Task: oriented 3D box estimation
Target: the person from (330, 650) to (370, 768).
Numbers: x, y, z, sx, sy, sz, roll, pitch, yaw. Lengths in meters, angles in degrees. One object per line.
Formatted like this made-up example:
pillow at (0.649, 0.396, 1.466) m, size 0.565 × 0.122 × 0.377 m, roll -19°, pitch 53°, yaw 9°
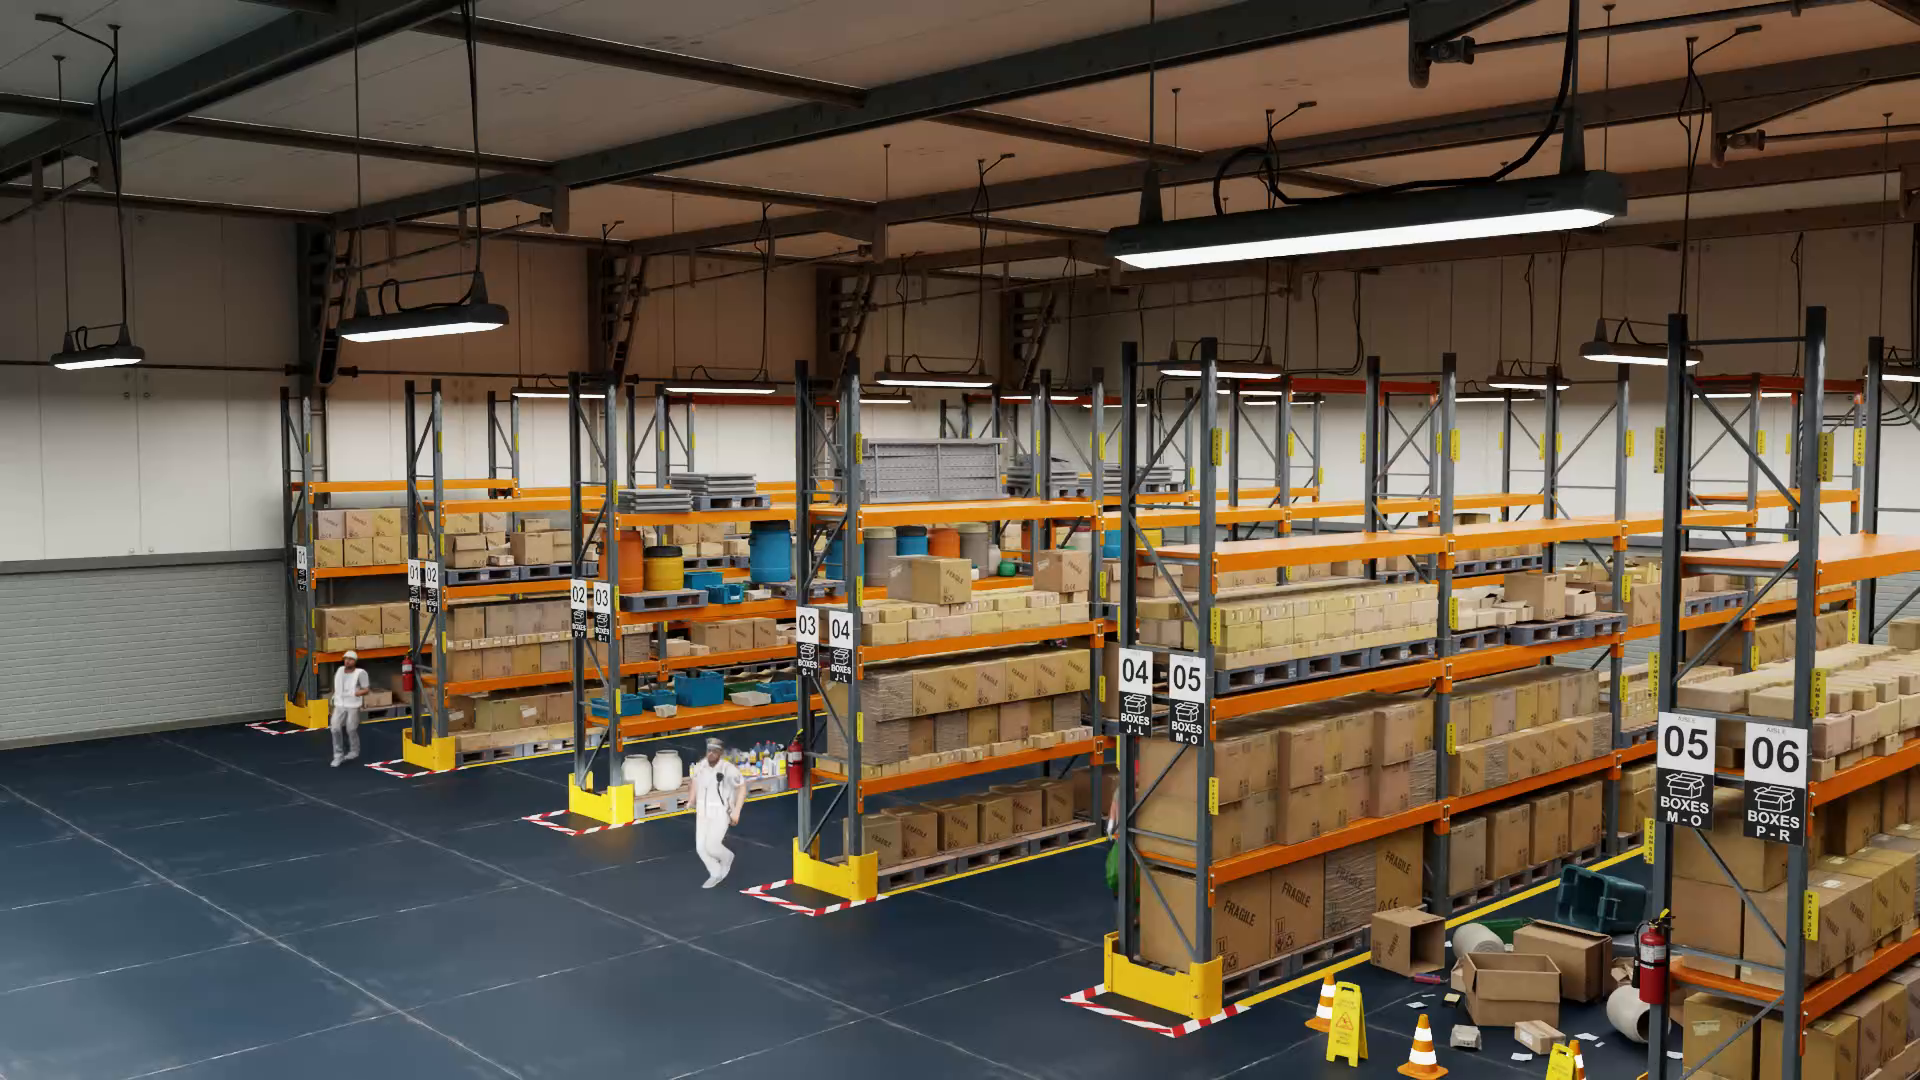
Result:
person at (-9.532, 2.621, 25.959) m, size 0.668 × 1.800 × 0.657 m, roll 0°, pitch 4°, yaw 4°

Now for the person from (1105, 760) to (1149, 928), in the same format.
person at (1.772, 3.184, 17.336) m, size 0.692 × 1.795 × 0.616 m, roll 3°, pitch 4°, yaw 35°

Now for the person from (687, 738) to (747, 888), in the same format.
person at (-2.795, 3.102, 18.921) m, size 0.684 × 1.739 × 0.598 m, roll 2°, pitch 4°, yaw 25°
